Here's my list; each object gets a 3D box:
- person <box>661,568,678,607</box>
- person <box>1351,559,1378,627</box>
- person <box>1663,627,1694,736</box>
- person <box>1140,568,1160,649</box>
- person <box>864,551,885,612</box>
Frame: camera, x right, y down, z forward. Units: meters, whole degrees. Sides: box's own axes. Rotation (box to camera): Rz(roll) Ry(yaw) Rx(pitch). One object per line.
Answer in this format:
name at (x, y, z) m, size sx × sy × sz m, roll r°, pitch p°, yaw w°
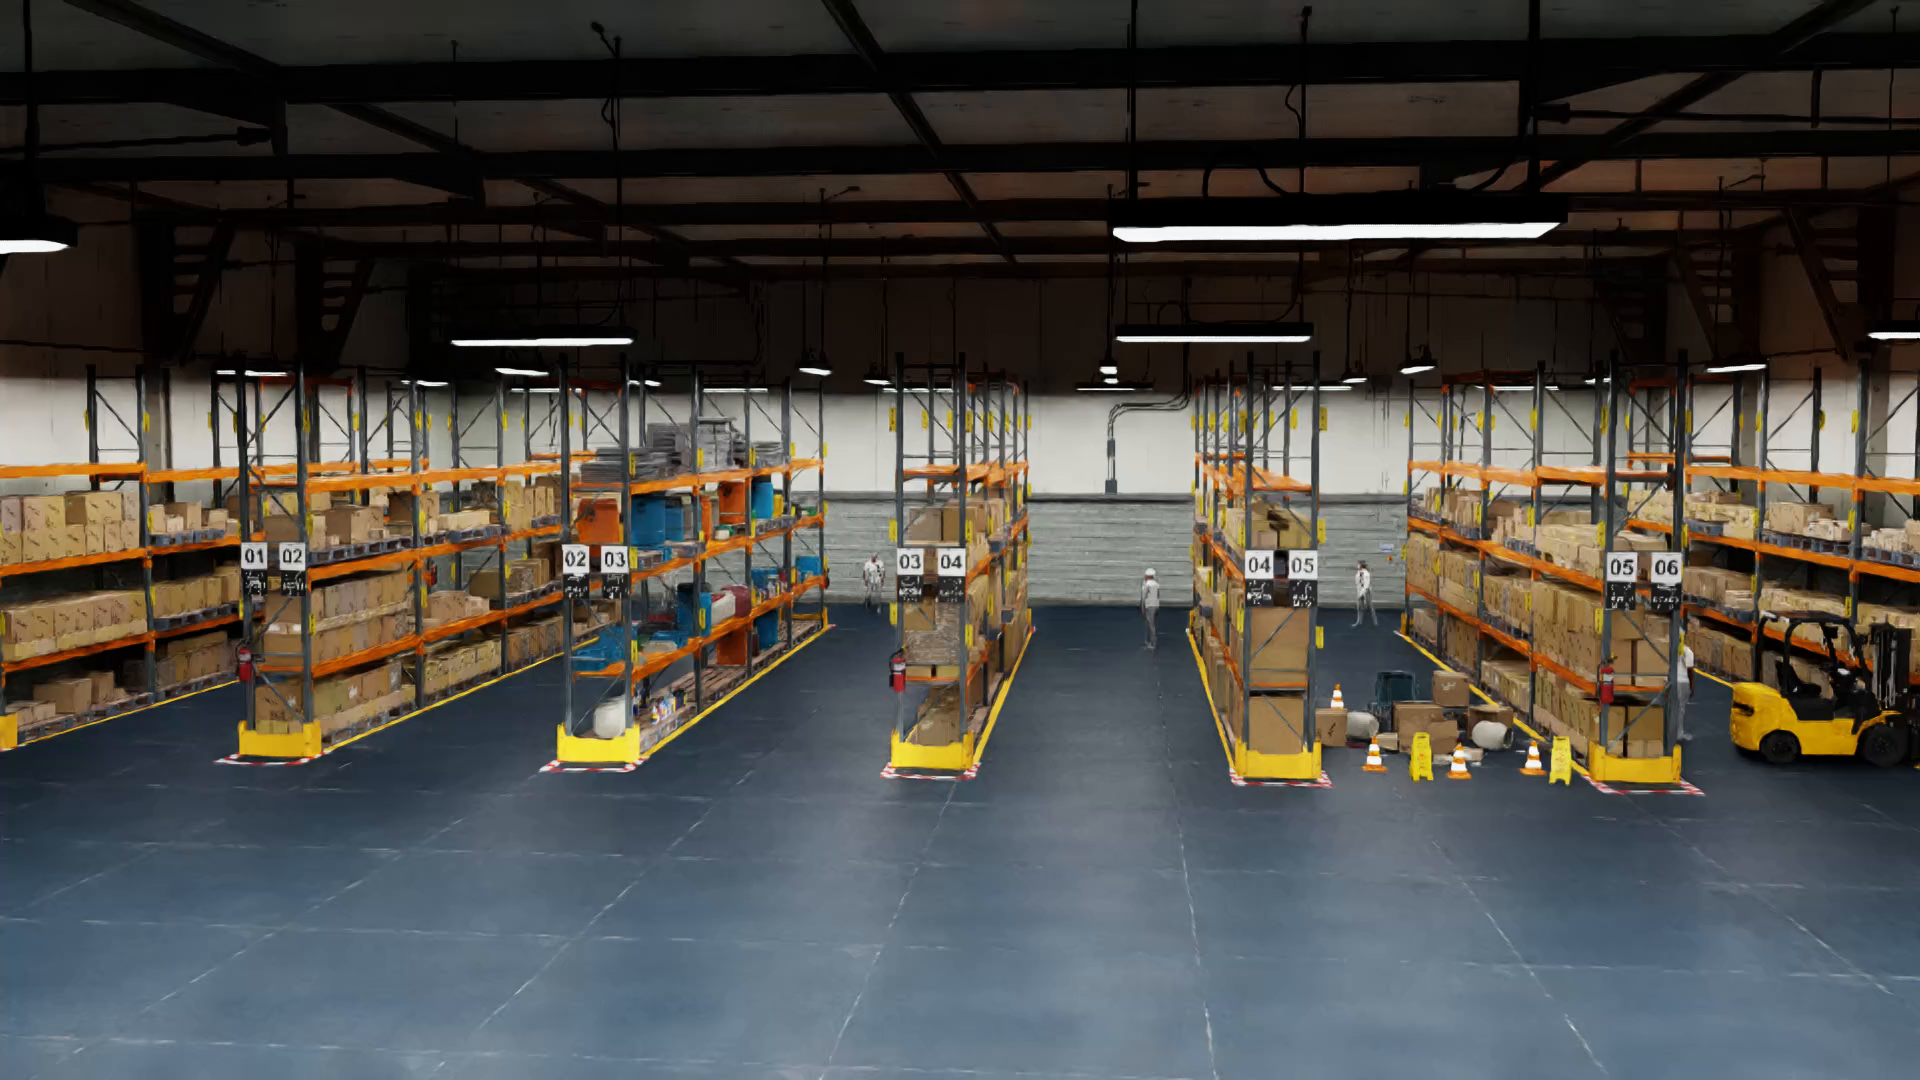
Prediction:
person at (-7.393, 1.136, 42.504) m, size 0.503 × 1.661 × 0.637 m, roll 3°, pitch 5°, yaw 37°
person at (9.892, 1.291, 40.603) m, size 0.681 × 1.656 × 0.496 m, roll -2°, pitch 4°, yaw -23°
person at (11.307, 2.206, 26.231) m, size 0.348 × 1.704 × 0.632 m, roll -2°, pitch 5°, yaw -26°
person at (4.173, 1.491, 36.758) m, size 0.560 × 1.770 × 0.627 m, roll 3°, pitch 5°, yaw 35°
person at (-2.255, 1.095, 43.695) m, size 0.552 × 1.625 × 0.531 m, roll 0°, pitch 4°, yaw 3°
